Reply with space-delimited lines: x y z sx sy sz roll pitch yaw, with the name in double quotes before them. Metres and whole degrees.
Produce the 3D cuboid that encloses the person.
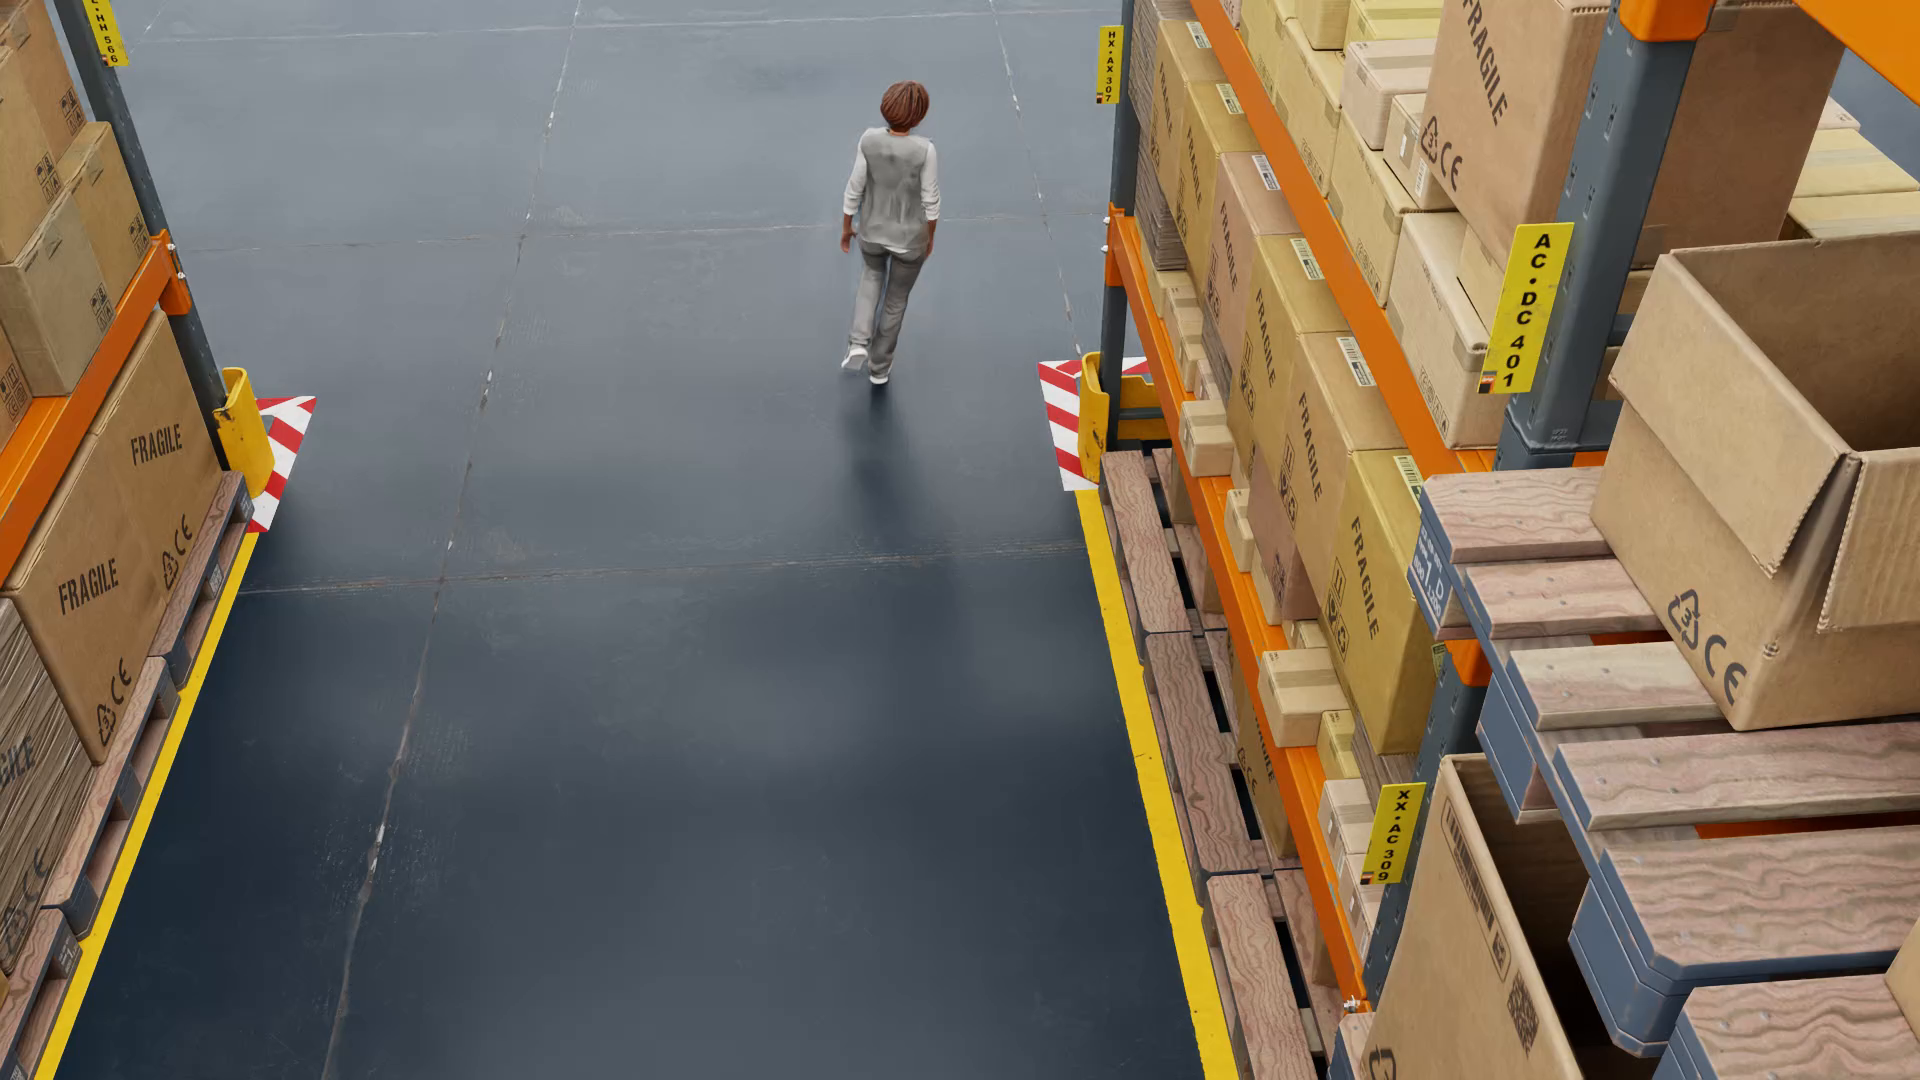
"person" -0.324 -1.459 7.890 0.503 1.577 0.388 9 41 11
